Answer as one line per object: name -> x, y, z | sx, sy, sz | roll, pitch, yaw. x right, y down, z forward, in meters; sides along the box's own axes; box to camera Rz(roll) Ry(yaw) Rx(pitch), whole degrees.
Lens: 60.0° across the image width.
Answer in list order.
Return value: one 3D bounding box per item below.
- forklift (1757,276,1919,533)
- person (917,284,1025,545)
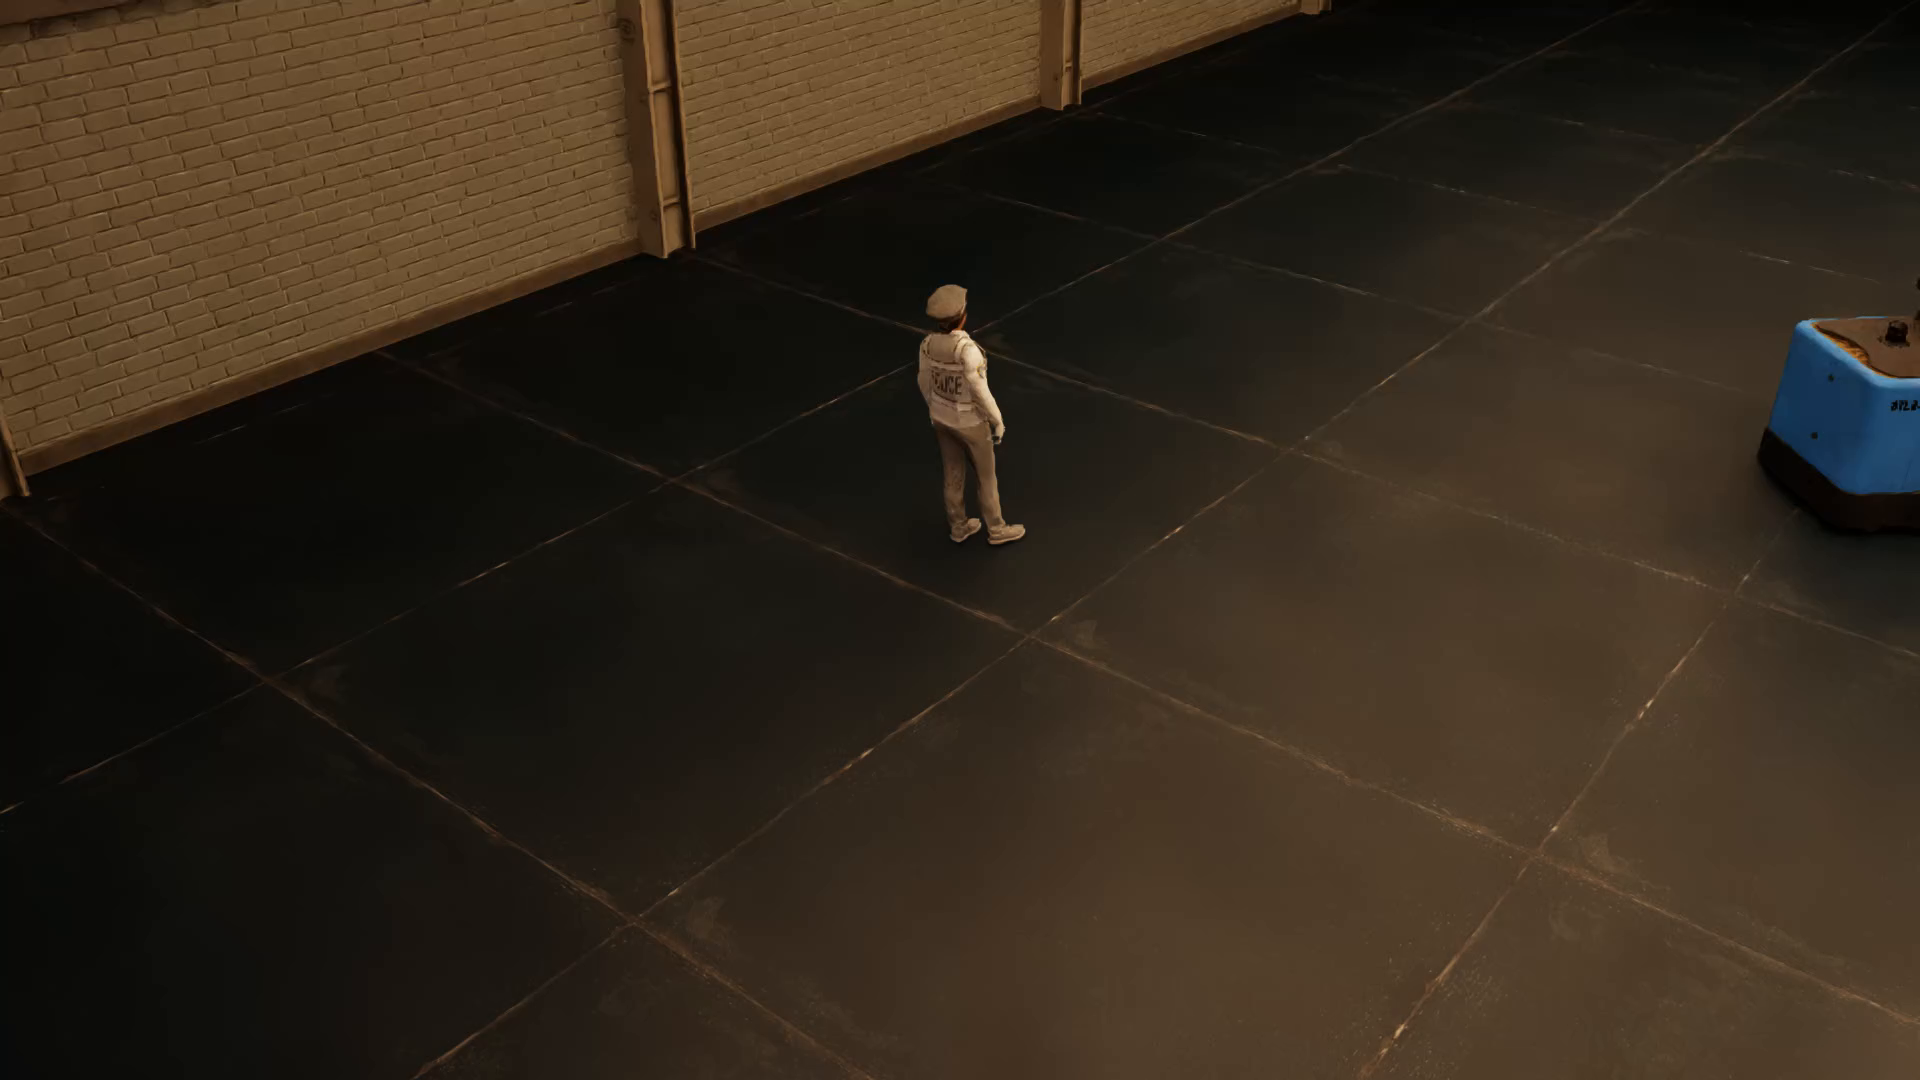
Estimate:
forklift -> 6.970, -1.611, 10.351 | 3.031, 2.935, 1.130 | -3, 30, -5
person -> 0.048, -0.763, 10.110 | 0.586, 1.695, 0.533 | 22, 37, 33
